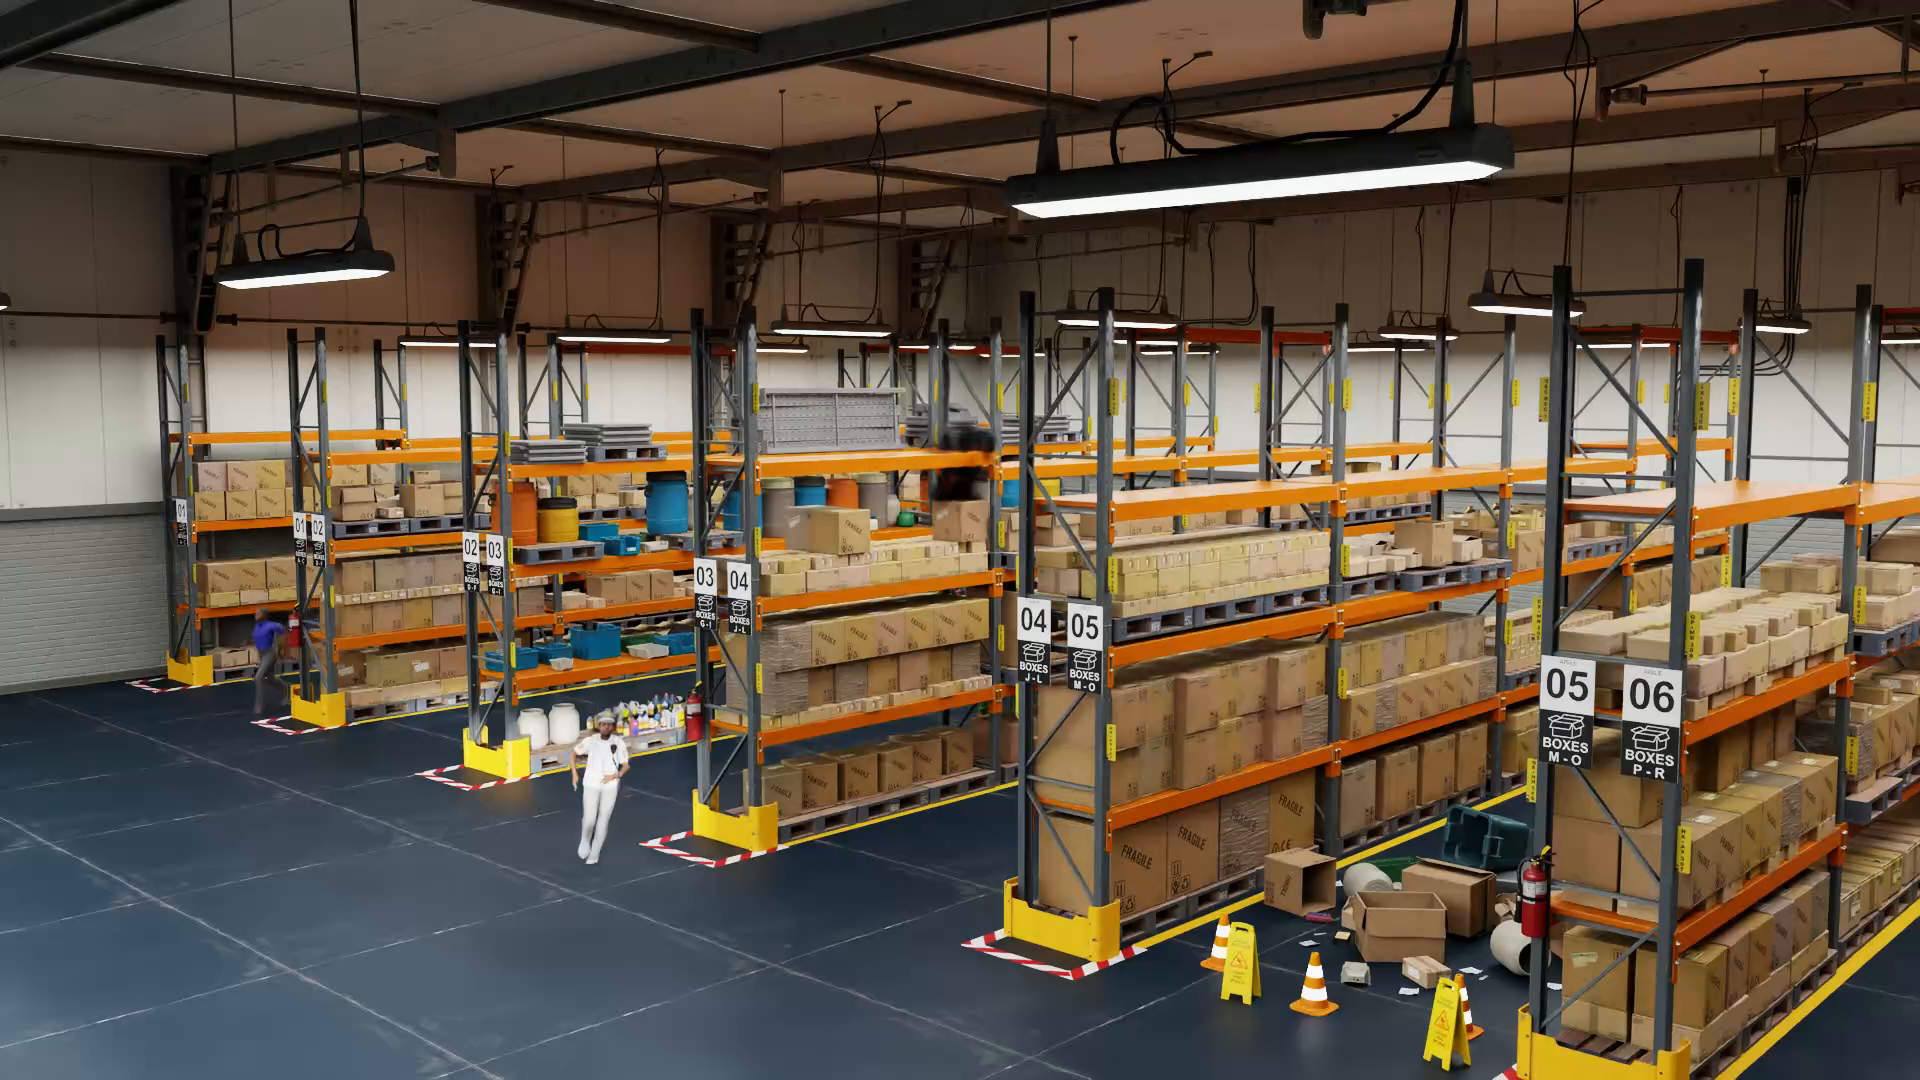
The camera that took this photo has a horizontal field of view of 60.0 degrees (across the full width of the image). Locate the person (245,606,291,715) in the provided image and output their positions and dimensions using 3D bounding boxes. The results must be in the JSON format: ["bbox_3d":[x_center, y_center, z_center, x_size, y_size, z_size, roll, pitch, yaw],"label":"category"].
[{"bbox_3d":[-10.950,1.887,26.377,0.600,1.700,0.850,4,7,36],"label":"person"}]

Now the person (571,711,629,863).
[{"bbox_3d":[-3.866,2.665,17.921,0.607,1.644,0.543,-2,6,-17],"label":"person"}]

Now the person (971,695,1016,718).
[{"bbox_3d":[0.528,1.731,24.347,0.659,1.823,0.965,5,7,42],"label":"person"}]
